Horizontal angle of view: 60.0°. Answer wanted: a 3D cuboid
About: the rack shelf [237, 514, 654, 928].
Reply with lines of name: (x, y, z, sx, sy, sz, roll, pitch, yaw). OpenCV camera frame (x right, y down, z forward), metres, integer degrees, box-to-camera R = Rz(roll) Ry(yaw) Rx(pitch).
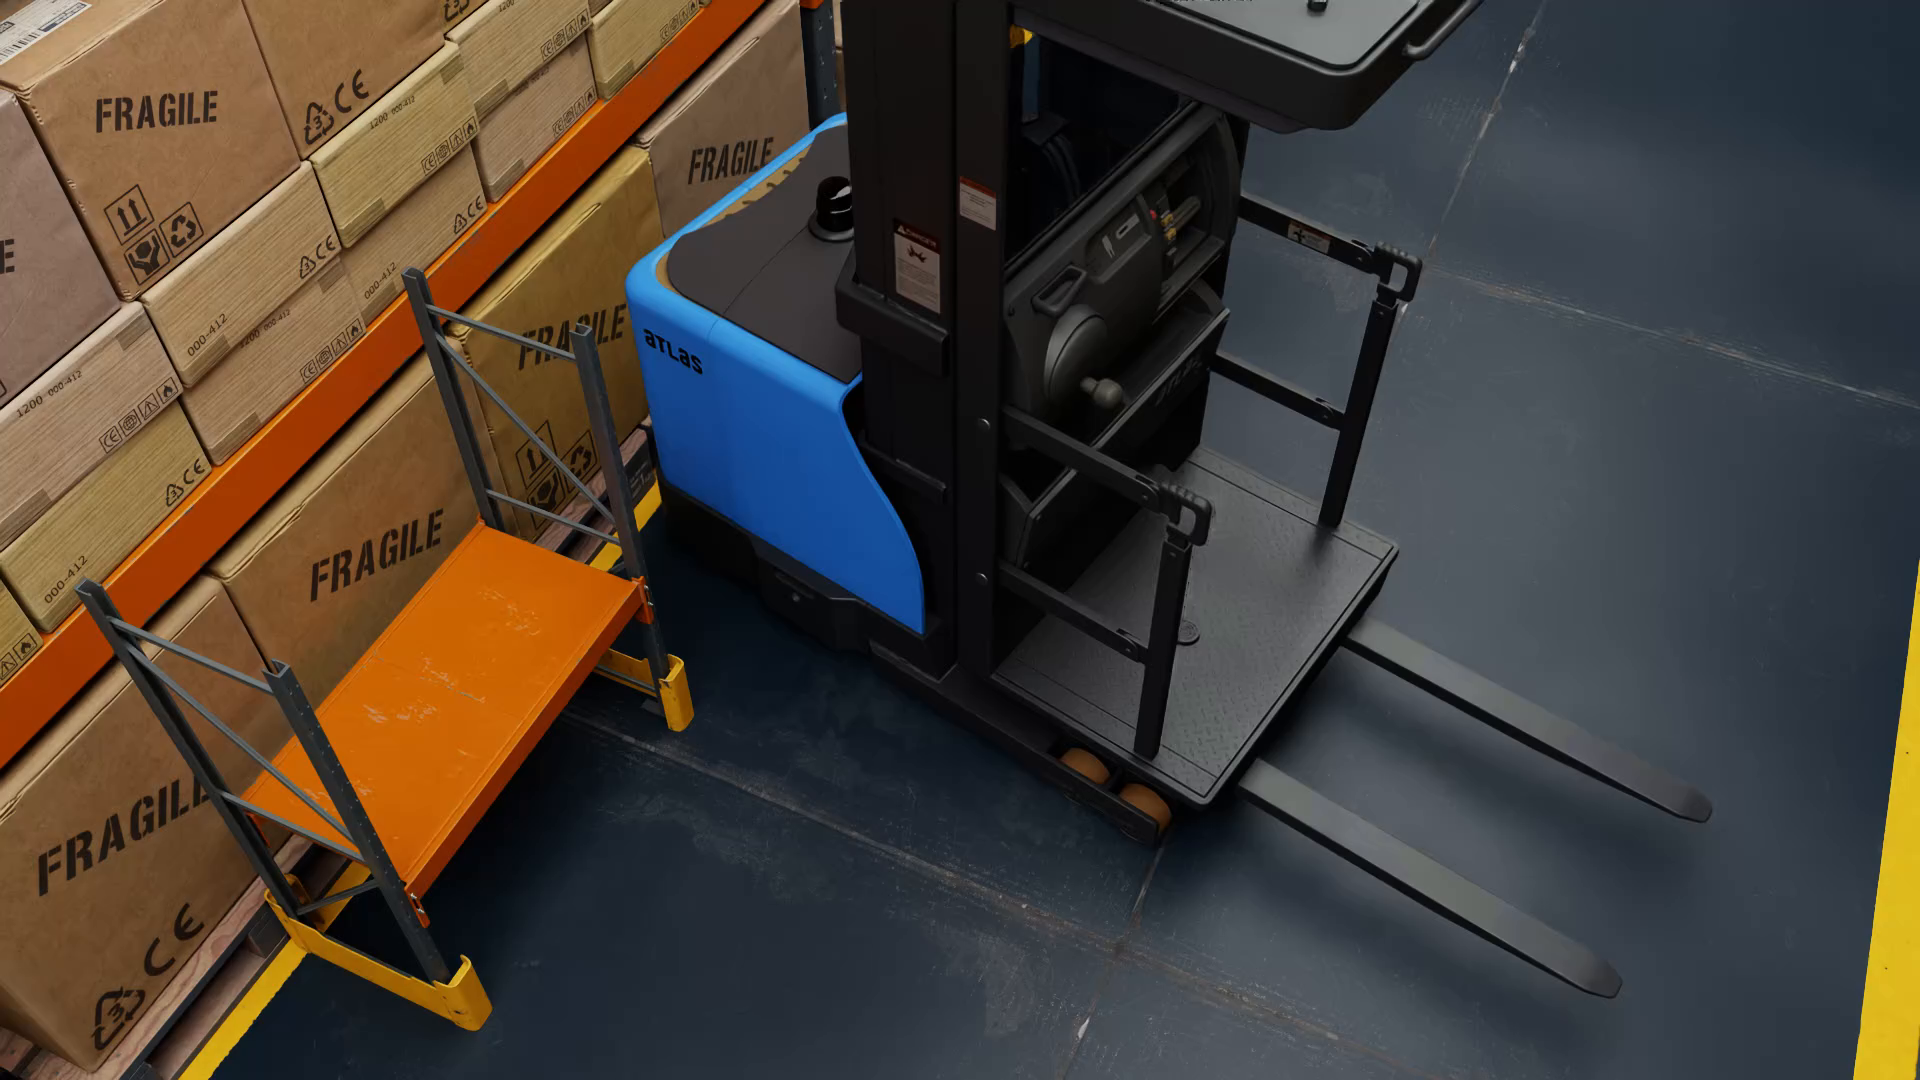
rack shelf: (-1.260, 0.415, 4.148, 0.538, 0.185, 1.000, 20, 52, 16)

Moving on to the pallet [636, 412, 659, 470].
pallet: (-1.167, -0.864, 5.847, 1.003, 0.211, 1.213, 20, 52, 16)

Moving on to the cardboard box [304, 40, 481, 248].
cardboard box: (-1.500, -0.991, 3.894, 0.500, 0.250, 0.500, 21, 53, 17)

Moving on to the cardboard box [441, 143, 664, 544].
cardboard box: (-1.477, -0.694, 4.990, 0.875, 0.875, 0.875, 21, 53, 17)

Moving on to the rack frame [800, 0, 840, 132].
rack frame: (-0.905, -2.324, 5.258, 1.000, 3.000, 0.127, 20, 52, 16)

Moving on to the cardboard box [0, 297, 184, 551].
cardboard box: (-1.953, -0.307, 3.312, 0.500, 0.250, 0.500, 21, 53, 17)

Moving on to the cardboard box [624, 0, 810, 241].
cardboard box: (-1.098, -1.318, 5.522, 0.875, 0.875, 0.875, 21, 53, 17)

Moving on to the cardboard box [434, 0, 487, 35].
cardboard box: (-1.318, -1.590, 3.911, 0.500, 0.500, 0.500, 21, 53, 17)

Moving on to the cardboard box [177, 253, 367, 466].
cardboard box: (-1.745, -0.495, 3.800, 0.500, 0.250, 0.500, 21, 53, 17)

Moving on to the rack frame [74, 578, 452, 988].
rack frame: (-1.475, 0.649, 3.713, 0.500, 1.500, 0.032, 20, 52, 16)

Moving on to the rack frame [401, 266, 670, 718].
rack frame: (-1.046, -0.053, 4.310, 0.500, 1.500, 0.032, 20, 52, 16)

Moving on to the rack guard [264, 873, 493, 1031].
rack guard: (-1.466, 1.041, 4.200, 0.587, 0.250, 0.087, 20, 52, 16)

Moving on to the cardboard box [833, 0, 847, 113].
cardboard box: (-0.540, -2.027, 6.412, 0.875, 0.438, 0.875, 19, 52, 16)

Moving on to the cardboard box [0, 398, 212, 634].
cardboard box: (-1.974, -0.135, 3.494, 0.500, 0.250, 0.500, 18, 52, 15)

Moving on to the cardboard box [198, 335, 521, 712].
cardboard box: (-1.859, -0.078, 4.467, 0.875, 0.875, 0.875, 20, 53, 17)

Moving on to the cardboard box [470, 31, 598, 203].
cardboard box: (-1.320, -1.193, 4.394, 0.500, 0.250, 0.500, 19, 52, 15)

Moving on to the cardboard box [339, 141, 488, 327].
cardboard box: (-1.537, -0.836, 4.090, 0.500, 0.250, 0.500, 20, 52, 16)

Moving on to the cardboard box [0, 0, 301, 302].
cardboard box: (-1.744, -0.882, 3.309, 0.500, 0.500, 0.500, 21, 53, 17)

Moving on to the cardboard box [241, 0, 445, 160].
cardboard box: (-1.525, -1.228, 3.603, 0.500, 0.500, 0.500, 21, 53, 17)

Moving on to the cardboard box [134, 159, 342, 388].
cardboard box: (-1.728, -0.646, 3.600, 0.500, 0.250, 0.500, 20, 52, 16)

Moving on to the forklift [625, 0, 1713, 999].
forklift: (0.564, -0.590, 3.827, 3.031, 2.935, 1.130, 30, 56, 23)

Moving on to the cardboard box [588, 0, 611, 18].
cardboard box: (-1.081, -1.708, 4.504, 0.500, 0.250, 0.500, 21, 53, 17)

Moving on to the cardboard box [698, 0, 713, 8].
cardboard box: (-0.869, -1.884, 4.982, 0.500, 0.250, 0.500, 19, 52, 15)

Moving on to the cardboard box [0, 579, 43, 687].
cardboard box: (-2.178, 0.224, 3.188, 0.500, 0.250, 0.500, 19, 52, 15)

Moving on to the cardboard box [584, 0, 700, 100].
cardboard box: (-1.088, -1.534, 4.684, 0.500, 0.250, 0.500, 19, 52, 16)

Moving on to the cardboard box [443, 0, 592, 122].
cardboard box: (-1.296, -1.349, 4.199, 0.500, 0.250, 0.500, 21, 53, 17)

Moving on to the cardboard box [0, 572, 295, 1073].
cardboard box: (-2.244, 0.534, 3.945, 0.875, 0.875, 0.875, 19, 52, 16)

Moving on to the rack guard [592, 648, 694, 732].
rack guard: (-1.046, 0.353, 4.785, 0.587, 0.250, 0.087, 20, 52, 16)

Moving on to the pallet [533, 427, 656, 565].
pallet: (-1.687, -0.021, 5.129, 1.003, 0.211, 1.213, 20, 52, 16)

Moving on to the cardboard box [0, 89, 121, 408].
cardboard box: (-1.979, -0.531, 3.010, 0.500, 0.500, 0.500, 20, 52, 16)

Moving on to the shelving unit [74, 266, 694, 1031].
shelving unit: (-1.256, 0.292, 4.017, 0.587, 1.500, 1.083, 20, 52, 16)

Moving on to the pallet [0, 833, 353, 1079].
pallet: (-2.209, 0.816, 4.417, 1.003, 0.211, 1.213, 20, 52, 16)
